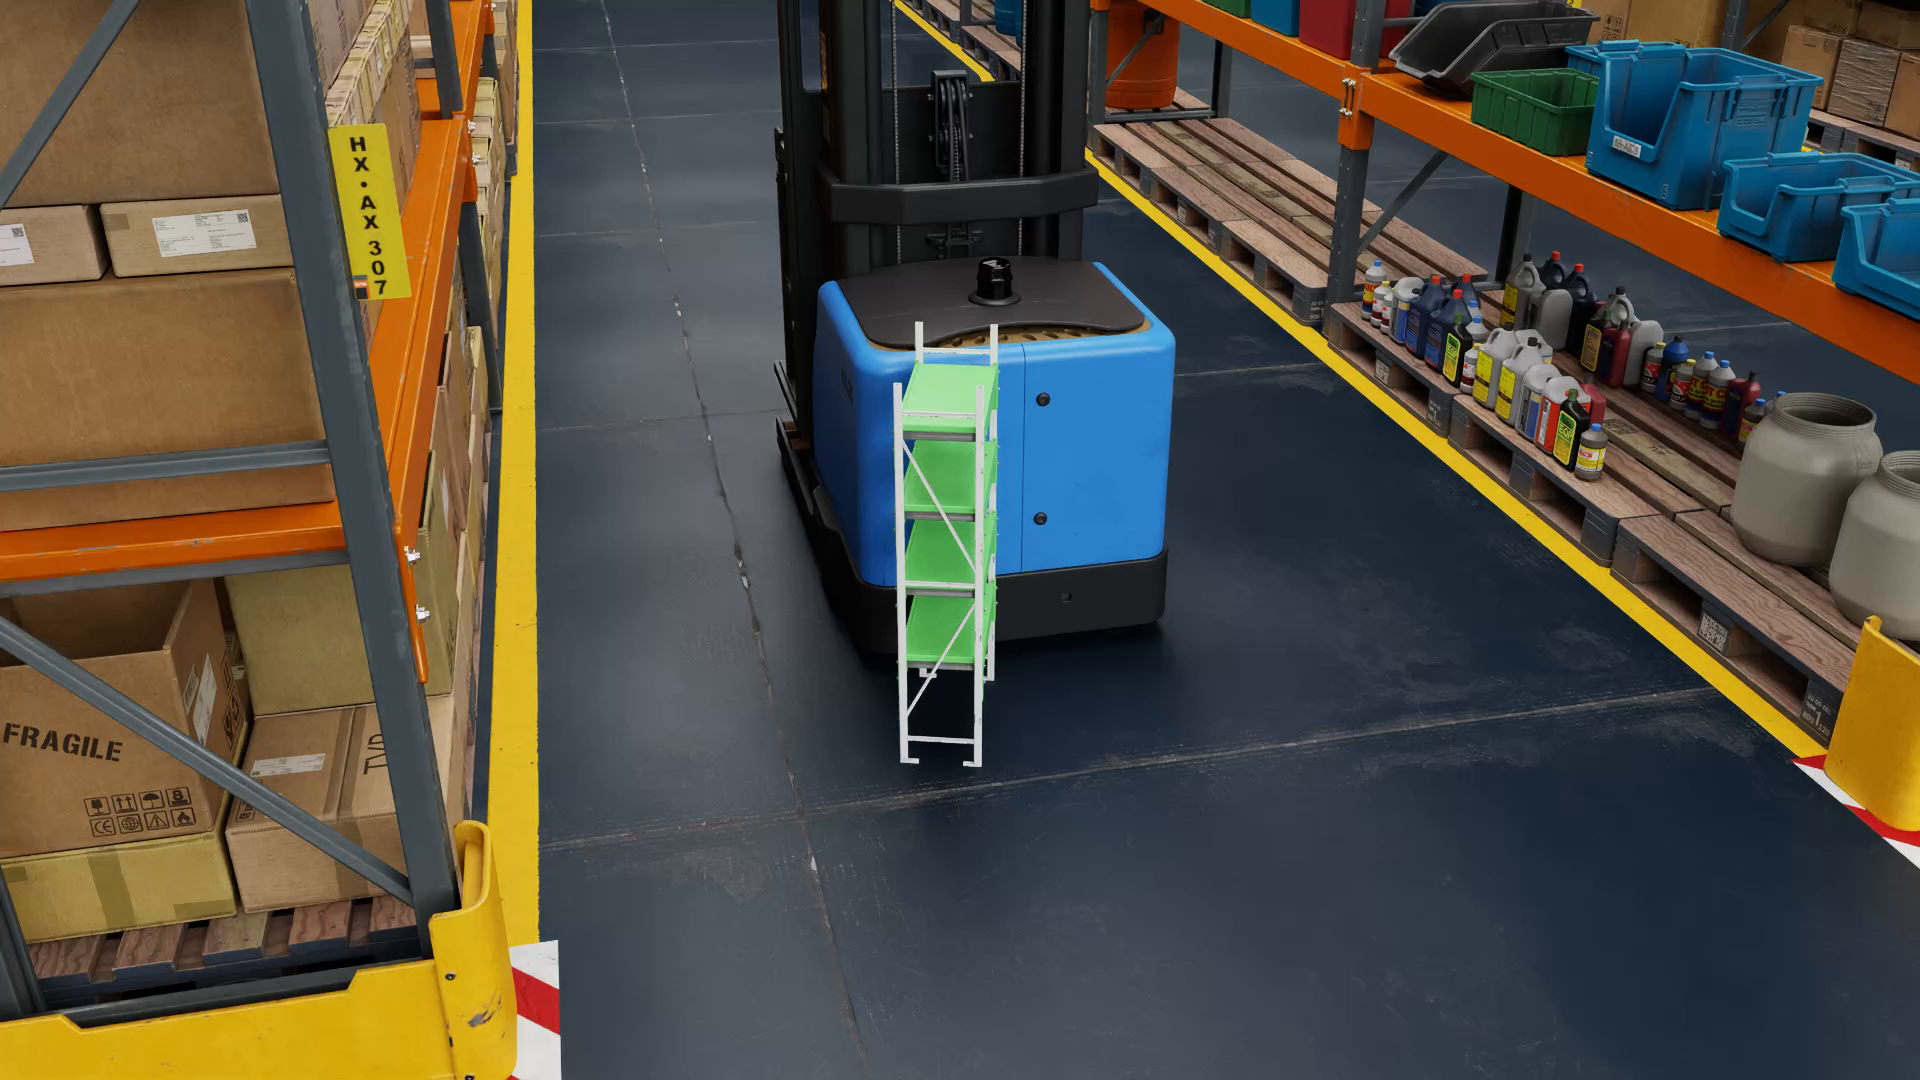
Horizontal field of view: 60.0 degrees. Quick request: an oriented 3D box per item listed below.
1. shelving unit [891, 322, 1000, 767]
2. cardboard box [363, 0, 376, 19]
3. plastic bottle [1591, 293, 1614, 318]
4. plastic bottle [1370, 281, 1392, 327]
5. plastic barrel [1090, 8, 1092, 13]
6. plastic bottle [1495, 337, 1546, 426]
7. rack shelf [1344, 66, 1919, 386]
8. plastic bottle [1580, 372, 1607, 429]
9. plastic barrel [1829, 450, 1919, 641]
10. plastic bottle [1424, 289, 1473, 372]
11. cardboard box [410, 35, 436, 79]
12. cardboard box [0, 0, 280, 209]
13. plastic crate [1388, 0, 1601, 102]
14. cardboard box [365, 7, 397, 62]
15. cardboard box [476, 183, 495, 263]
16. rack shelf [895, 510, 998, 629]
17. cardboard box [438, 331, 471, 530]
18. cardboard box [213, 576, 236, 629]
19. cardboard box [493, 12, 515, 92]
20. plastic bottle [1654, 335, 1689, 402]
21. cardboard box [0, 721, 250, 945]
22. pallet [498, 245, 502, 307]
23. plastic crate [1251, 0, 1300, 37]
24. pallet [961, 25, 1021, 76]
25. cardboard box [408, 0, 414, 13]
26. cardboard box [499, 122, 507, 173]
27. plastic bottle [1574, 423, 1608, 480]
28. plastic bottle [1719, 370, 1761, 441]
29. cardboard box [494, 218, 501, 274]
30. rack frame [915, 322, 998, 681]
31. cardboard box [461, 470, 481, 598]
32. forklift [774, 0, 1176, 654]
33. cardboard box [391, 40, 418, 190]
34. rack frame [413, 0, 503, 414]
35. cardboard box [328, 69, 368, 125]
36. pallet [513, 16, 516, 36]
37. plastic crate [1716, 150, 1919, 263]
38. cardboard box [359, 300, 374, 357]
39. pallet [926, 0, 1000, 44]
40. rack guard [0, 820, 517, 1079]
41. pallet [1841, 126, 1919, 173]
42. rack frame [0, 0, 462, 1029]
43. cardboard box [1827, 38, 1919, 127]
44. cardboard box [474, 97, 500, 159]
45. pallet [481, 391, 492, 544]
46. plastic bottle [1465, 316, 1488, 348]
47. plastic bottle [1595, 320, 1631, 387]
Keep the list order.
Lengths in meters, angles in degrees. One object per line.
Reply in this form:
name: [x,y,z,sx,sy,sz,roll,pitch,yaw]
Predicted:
shelving unit: [-0.033,0.018,4.883,0.258,1.200,0.503,2,27,5]
cardboard box: [-2.196,-1.869,5.074,0.700,0.500,0.500,-6,27,-12]
plastic bottle: [2.844,-0.961,7.352,0.061,0.283,0.133,-4,27,-8]
plastic bottle: [1.965,-1.101,7.719,0.097,0.201,0.097,0,27,0]
plastic barrel: [1.015,-3.958,12.974,0.600,0.588,0.708,-6,27,-12]
plastic bottle: [2.256,-0.649,6.658,0.144,0.351,0.185,-5,27,-9]
rack shelf: [2.748,-1.183,6.064,1.077,0.370,4.000,-6,27,-12]
plastic bottle: [2.432,-0.497,6.431,0.061,0.283,0.133,-6,27,-12]
plastic barrel: [2.976,0.015,5.185,0.421,0.512,0.421,0,27,0]
plastic bottle: [2.118,-0.917,7.190,0.144,0.351,0.185,-7,28,-14]
cardboard box: [-2.530,-2.179,7.517,0.380,0.149,0.250,-6,27,-12]
cardboard box: [-1.732,-0.979,3.309,0.700,0.500,0.500,-6,27,-11]
plastic crate: [2.292,-2.112,7.175,0.767,0.338,0.504,-6,27,-12]
cardboard box: [-1.974,-1.560,5.181,0.380,0.149,0.250,-5,27,-10]
cardboard box: [-2.487,-1.519,7.893,0.500,0.311,0.500,-6,27,-12]
rack shelf: [-0.033,0.075,4.912,0.258,0.148,0.480,2,27,5]
cardboard box: [-1.867,-0.337,5.342,0.500,0.500,0.500,-6,27,-12]
cardboard box: [-2.278,-0.063,4.799,0.500,0.500,0.500,-6,27,-12]
cardboard box: [-3.609,-3.625,12.389,0.500,0.500,0.500,-7,28,-13]
plastic bottle: [2.949,-0.716,6.879,0.097,0.271,0.097,0,27,0]
cardboard box: [-2.036,0.709,4.101,0.500,0.250,0.500,-6,27,-12]
pallet: [-3.012,-1.493,8.973,1.003,0.211,1.213,-6,27,-12]
plastic crate: [1.746,-2.828,8.542,0.392,0.384,0.575,-6,27,-12]
pallet: [0.628,-4.307,14.548,1.003,0.211,1.213,-6,27,-12]
cardboard box: [-2.205,-2.009,6.071,0.380,0.149,0.250,-7,28,-13]
cardboard box: [-3.074,-2.391,10.244,0.500,0.250,0.500,-5,27,-10]
plastic bottle: [2.358,-0.336,6.203,0.097,0.201,0.097,0,27,0]
plastic bottle: [3.061,-0.539,6.516,0.061,0.283,0.133,-5,27,-11]
cardboard box: [-2.612,-1.495,8.469,0.500,0.250,0.500,-7,28,-13]
rack frame: [-0.010,-0.092,5.100,0.240,1.200,0.015,2,27,5]
cardboard box: [-1.868,-0.002,5.510,0.500,0.250,0.500,-6,27,-12]
forklift: [-0.142,-1.585,6.137,1.130,2.935,3.031,-6,27,-12]
cardboard box: [-2.298,-1.501,5.784,0.700,0.500,0.500,-6,27,-12]
rack frame: [-2.529,-1.881,6.648,1.000,3.000,0.127,-6,27,-12]
cardboard box: [-1.740,-1.107,4.283,0.380,0.149,0.250,-7,28,-13]
pallet: [-4.486,-4.450,14.832,1.003,0.211,1.213,-6,27,-12]
plastic crate: [2.654,-1.035,5.137,0.499,0.251,0.408,-6,27,-12]
cardboard box: [-1.843,-0.606,4.011,0.700,0.500,0.500,-5,27,-10]
pallet: [0.291,-4.969,15.860,1.003,0.211,1.213,-6,27,-12]
rack guard: [-1.622,1.001,3.712,1.175,0.500,0.348,-6,27,-12]
pallet: [6.668,-2.519,11.006,1.003,0.211,1.213,-6,27,-12]
rack frame: [-1.628,-0.125,3.169,1.000,3.000,0.127,-6,27,-12]
cardboard box: [6.530,-3.188,11.523,0.700,0.500,0.500,-8,28,-16]
cardboard box: [-2.949,-2.415,9.669,0.500,0.311,0.500,-6,27,-12]
pallet: [-2.391,-0.283,6.576,1.003,0.211,1.213,-6,27,-12]
plastic bottle: [2.188,-0.821,7.087,0.097,0.271,0.097,0,27,0]
plastic bottle: [2.769,-0.804,7.040,0.061,0.283,0.133,-6,27,-12]
